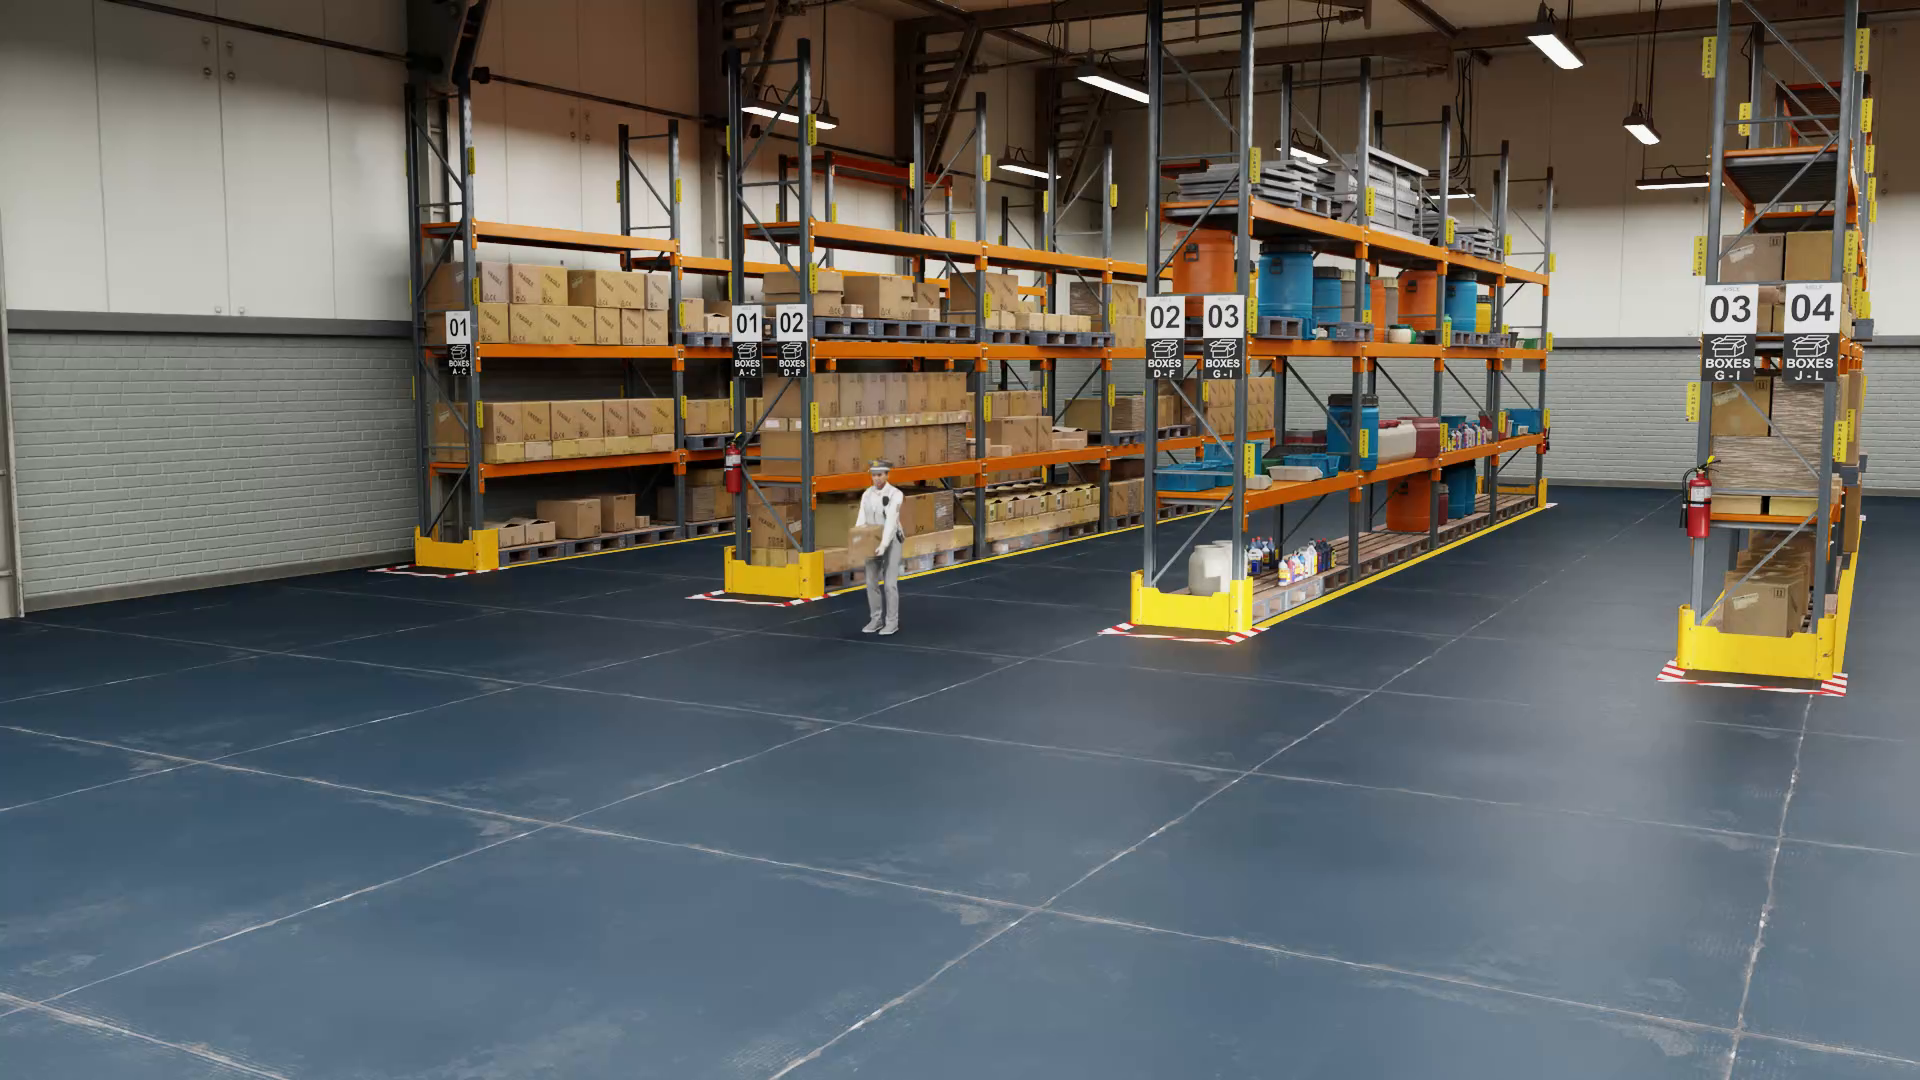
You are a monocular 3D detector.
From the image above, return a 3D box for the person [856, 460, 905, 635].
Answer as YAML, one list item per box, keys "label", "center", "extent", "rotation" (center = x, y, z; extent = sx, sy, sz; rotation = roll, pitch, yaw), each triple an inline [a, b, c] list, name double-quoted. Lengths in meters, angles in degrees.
- label: "person"
  center: [-0.762, 0.063, 15.797]
  extent: [0.421, 1.667, 0.535]
  rotation: [3, 7, 28]
